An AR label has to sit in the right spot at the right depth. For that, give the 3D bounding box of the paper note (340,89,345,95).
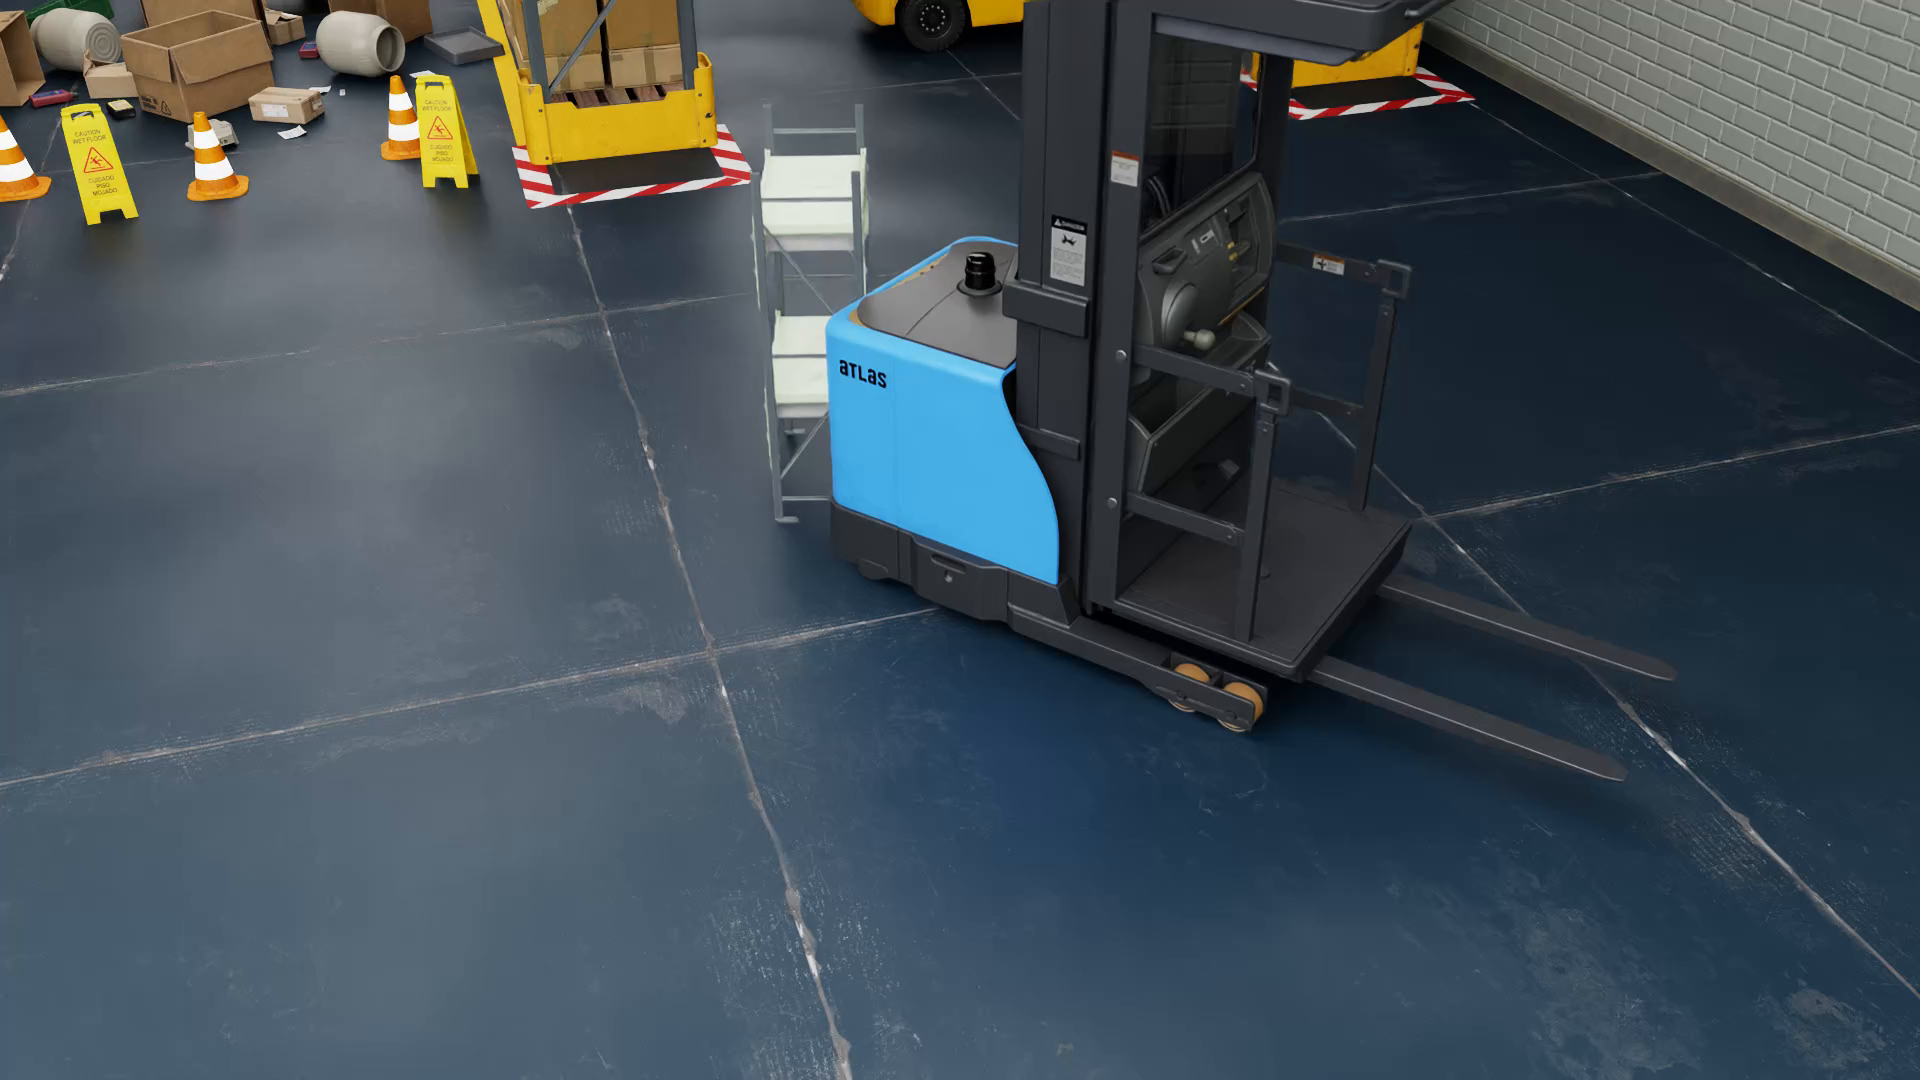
[{"bbox_3d":[-4.225,-3.063,11.376,0.032,0.001,0.123,-10,35,-15],"label":"paper note"}]

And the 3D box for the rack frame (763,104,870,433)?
[{"bbox_3d":[-0.587,-1.115,7.077,0.400,1.500,0.023,-1,33,-2],"label":"rack frame"}]

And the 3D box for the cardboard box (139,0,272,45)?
[{"bbox_3d":[-5.347,-3.701,11.771,0.797,0.637,0.503,-10,35,-15],"label":"cardboard box"}]

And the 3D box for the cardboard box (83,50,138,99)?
[{"bbox_3d":[-5.732,-3.181,11.323,0.396,0.266,0.258,-4,34,-6],"label":"cardboard box"}]

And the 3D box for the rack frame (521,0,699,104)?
[{"bbox_3d":[-2.107,-3.700,9.628,1.000,3.000,0.127,-10,35,-15],"label":"rack frame"}]

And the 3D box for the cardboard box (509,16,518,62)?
[{"bbox_3d":[-2.760,-3.380,11.258,0.500,0.250,0.500,-10,35,-15],"label":"cardboard box"}]

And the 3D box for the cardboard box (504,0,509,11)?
[{"bbox_3d":[-2.909,-3.957,11.451,0.500,0.500,0.500,-11,35,-16],"label":"cardboard box"}]

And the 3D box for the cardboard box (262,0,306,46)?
[{"bbox_3d":[-5.122,-3.871,12.367,0.396,0.266,0.258,19,38,26],"label":"cardboard box"}]

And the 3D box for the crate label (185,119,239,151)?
[{"bbox_3d":[-4.719,-2.552,10.487,0.298,0.136,0.250,27,42,34],"label":"crate label"}]

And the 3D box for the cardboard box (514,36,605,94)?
[{"bbox_3d":[-2.617,-3.120,10.864,0.500,0.250,0.500,-10,35,-15],"label":"cardboard box"}]

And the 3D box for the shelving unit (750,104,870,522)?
[{"bbox_3d":[-0.575,-0.913,6.772,0.431,1.500,0.755,-1,33,-2],"label":"shelving unit"}]

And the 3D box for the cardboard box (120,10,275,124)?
[{"bbox_3d":[-5.054,-3.155,11.068,0.637,0.503,0.797,19,38,26],"label":"cardboard box"}]

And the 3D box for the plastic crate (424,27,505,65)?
[{"bbox_3d":[-3.629,-3.620,12.155,0.402,0.080,0.583,-23,40,-31],"label":"plastic crate"}]

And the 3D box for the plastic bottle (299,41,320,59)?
[{"bbox_3d":[-4.719,-3.581,12.114,0.133,0.061,0.283,-4,34,-6],"label":"plastic bottle"}]

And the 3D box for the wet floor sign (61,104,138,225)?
[{"bbox_3d":[-4.896,-2.150,9.418,0.267,0.644,0.232,-16,37,-23],"label":"wet floor sign"}]

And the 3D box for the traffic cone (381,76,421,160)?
[{"bbox_3d":[-3.466,-2.650,10.341,0.336,0.463,0.334,-10,35,-15],"label":"traffic cone"}]

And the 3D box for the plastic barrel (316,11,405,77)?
[{"bbox_3d":[-4.179,-3.455,11.595,0.512,0.421,0.421,13,36,18],"label":"plastic barrel"}]

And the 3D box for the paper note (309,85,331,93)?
[{"bbox_3d":[-4.407,-3.089,11.408,0.148,0.019,0.142,1,33,2],"label":"paper note"}]

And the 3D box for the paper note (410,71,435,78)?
[{"bbox_3d":[-3.770,-3.274,11.676,0.142,0.019,0.148,-23,40,-31],"label":"paper note"}]

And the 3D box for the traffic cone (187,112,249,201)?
[{"bbox_3d":[-4.420,-2.285,9.789,0.336,0.463,0.334,-10,35,-15],"label":"traffic cone"}]

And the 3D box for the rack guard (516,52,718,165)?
[{"bbox_3d":[-2.130,-2.697,10.378,1.175,0.500,0.348,-10,35,-15],"label":"rack guard"}]

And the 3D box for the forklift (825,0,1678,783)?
[{"bbox_3d":[1.003,-0.896,5.448,3.031,2.935,1.130,20,38,28],"label":"forklift"}]

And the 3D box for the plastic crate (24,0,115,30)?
[{"bbox_3d":[-6.710,-3.894,12.421,0.450,0.188,0.662,-2,32,16],"label":"plastic crate"}]

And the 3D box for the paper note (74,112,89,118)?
[{"bbox_3d":[-5.809,-2.806,10.988,0.032,0.001,0.123,7,34,10],"label":"paper note"}]

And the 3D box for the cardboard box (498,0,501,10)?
[{"bbox_3d":[-3.230,-4.195,12.490,0.500,0.250,0.500,-8,34,-12],"label":"cardboard box"}]

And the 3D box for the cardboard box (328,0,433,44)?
[{"bbox_3d":[-4.296,-3.967,12.297,0.500,0.500,0.500,13,36,18],"label":"cardboard box"}]

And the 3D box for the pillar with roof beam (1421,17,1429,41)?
[{"bbox_3d":[-0.835,-6.833,8.928,9.100,9.000,0.400,-10,35,-15],"label":"pillar with roof beam"}]

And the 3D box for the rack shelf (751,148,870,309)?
[{"bbox_3d":[-0.575,-1.239,6.556,0.431,0.370,0.720,-1,33,-2],"label":"rack shelf"}]

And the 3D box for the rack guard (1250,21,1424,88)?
[{"bbox_3d":[2.627,-3.481,11.565,1.175,0.500,0.348,-10,35,-15],"label":"rack guard"}]

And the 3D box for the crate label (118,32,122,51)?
[{"bbox_3d":[-6.280,-3.639,12.132,0.250,0.136,0.298,19,38,26],"label":"crate label"}]

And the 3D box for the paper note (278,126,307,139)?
[{"bbox_3d":[-4.291,-2.623,10.691,0.148,0.019,0.142,-23,40,-31],"label":"paper note"}]

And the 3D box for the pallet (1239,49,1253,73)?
[{"bbox_3d":[2.346,-3.768,12.260,1.003,0.211,1.213,-10,35,-15],"label":"pallet"}]

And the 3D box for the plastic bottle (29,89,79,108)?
[{"bbox_3d":[-6.106,-2.983,11.208,0.283,0.061,0.133,-23,40,-31],"label":"plastic bottle"}]

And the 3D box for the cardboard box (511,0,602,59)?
[{"bbox_3d":[-2.599,-3.418,10.634,0.500,0.500,0.500,-10,35,-14],"label":"cardboard box"}]

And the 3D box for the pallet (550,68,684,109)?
[{"bbox_3d":[-2.344,-3.009,11.112,1.003,0.211,1.213,-10,35,-15],"label":"pallet"}]

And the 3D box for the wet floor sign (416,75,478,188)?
[{"bbox_3d":[-3.068,-2.438,9.854,0.267,0.644,0.232,1,33,2],"label":"wet floor sign"}]

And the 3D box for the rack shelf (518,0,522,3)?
[{"bbox_3d":[-2.717,-4.450,11.416,1.077,0.370,4.000,-10,35,-15],"label":"rack shelf"}]

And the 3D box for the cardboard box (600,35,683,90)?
[{"bbox_3d":[-2.089,-3.198,10.982,0.500,0.250,0.500,-10,35,-15],"label":"cardboard box"}]

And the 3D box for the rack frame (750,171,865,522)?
[{"bbox_3d":[-0.563,-0.711,6.466,0.400,1.500,0.023,-1,33,-2],"label":"rack frame"}]

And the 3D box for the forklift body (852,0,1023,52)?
[{"bbox_3d":[0.303,-4.871,12.171,2.313,2.155,1.214,-10,35,-15],"label":"forklift body"}]

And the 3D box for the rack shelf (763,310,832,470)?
[{"bbox_3d":[-0.575,-0.641,6.951,0.431,0.370,0.720,-1,33,-2],"label":"rack shelf"}]

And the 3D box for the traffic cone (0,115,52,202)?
[{"bbox_3d":[-5.600,-2.274,9.771,0.336,0.463,0.334,-10,35,-15],"label":"traffic cone"}]

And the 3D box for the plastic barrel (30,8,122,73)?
[{"bbox_3d":[-6.203,-3.502,11.666,0.512,0.421,0.421,13,36,18],"label":"plastic barrel"}]

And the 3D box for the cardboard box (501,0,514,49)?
[{"bbox_3d":[-2.925,-3.654,11.672,0.500,0.250,0.500,-11,35,-16],"label":"cardboard box"}]

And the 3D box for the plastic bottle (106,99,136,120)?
[{"bbox_3d":[-5.577,-2.865,11.030,0.133,0.061,0.283,-23,40,-31],"label":"plastic bottle"}]

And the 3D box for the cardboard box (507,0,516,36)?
[{"bbox_3d":[-2.762,-3.691,11.048,0.500,0.500,0.500,-9,34,-13],"label":"cardboard box"}]

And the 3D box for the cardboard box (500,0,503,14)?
[{"bbox_3d":[-3.066,-3.916,12.069,0.500,0.250,0.500,-10,35,-15],"label":"cardboard box"}]

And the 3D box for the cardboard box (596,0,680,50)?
[{"bbox_3d":[-2.097,-3.523,10.794,0.500,0.500,0.500,-11,35,-16],"label":"cardboard box"}]

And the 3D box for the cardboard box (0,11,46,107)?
[{"bbox_3d":[-6.559,-3.230,11.183,0.500,0.500,0.500,-4,34,-6],"label":"cardboard box"}]

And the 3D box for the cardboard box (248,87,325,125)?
[{"bbox_3d":[-4.430,-2.859,10.941,0.380,0.149,0.250,7,34,10],"label":"cardboard box"}]
